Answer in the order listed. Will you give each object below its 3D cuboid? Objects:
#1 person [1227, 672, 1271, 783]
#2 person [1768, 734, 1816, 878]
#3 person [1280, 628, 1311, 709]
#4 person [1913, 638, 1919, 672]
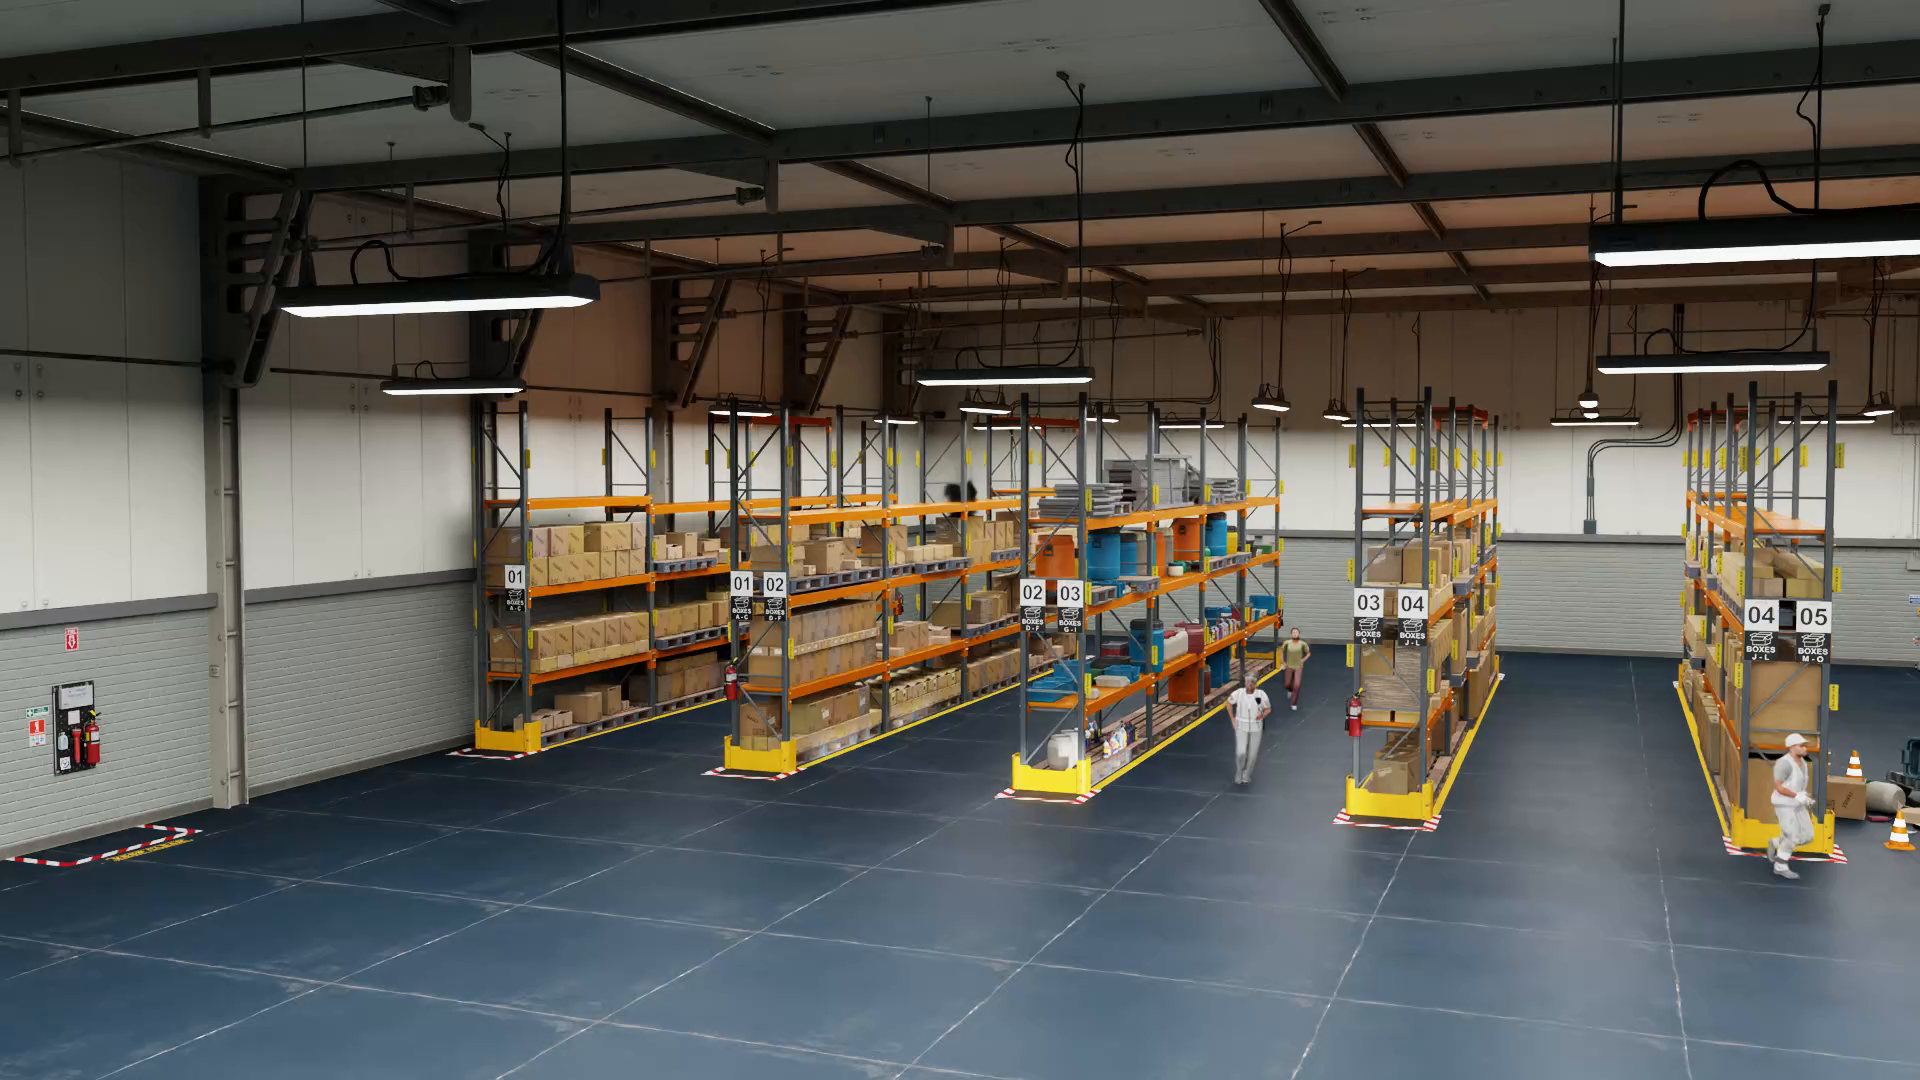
[{"bbox_3d":[4.427,2.879,25.464,0.657,1.738,0.678,0,3,5],"label":"person"},{"bbox_3d":[9.937,3.167,19.862,0.659,1.735,0.647,-2,3,-32],"label":"person"},{"bbox_3d":[6.738,2.572,33.462,0.615,1.627,0.563,1,3,17],"label":"person"},{"bbox_3d":[20.987,2.424,35.972,0.643,1.672,0.686,2,3,30],"label":"person"}]
